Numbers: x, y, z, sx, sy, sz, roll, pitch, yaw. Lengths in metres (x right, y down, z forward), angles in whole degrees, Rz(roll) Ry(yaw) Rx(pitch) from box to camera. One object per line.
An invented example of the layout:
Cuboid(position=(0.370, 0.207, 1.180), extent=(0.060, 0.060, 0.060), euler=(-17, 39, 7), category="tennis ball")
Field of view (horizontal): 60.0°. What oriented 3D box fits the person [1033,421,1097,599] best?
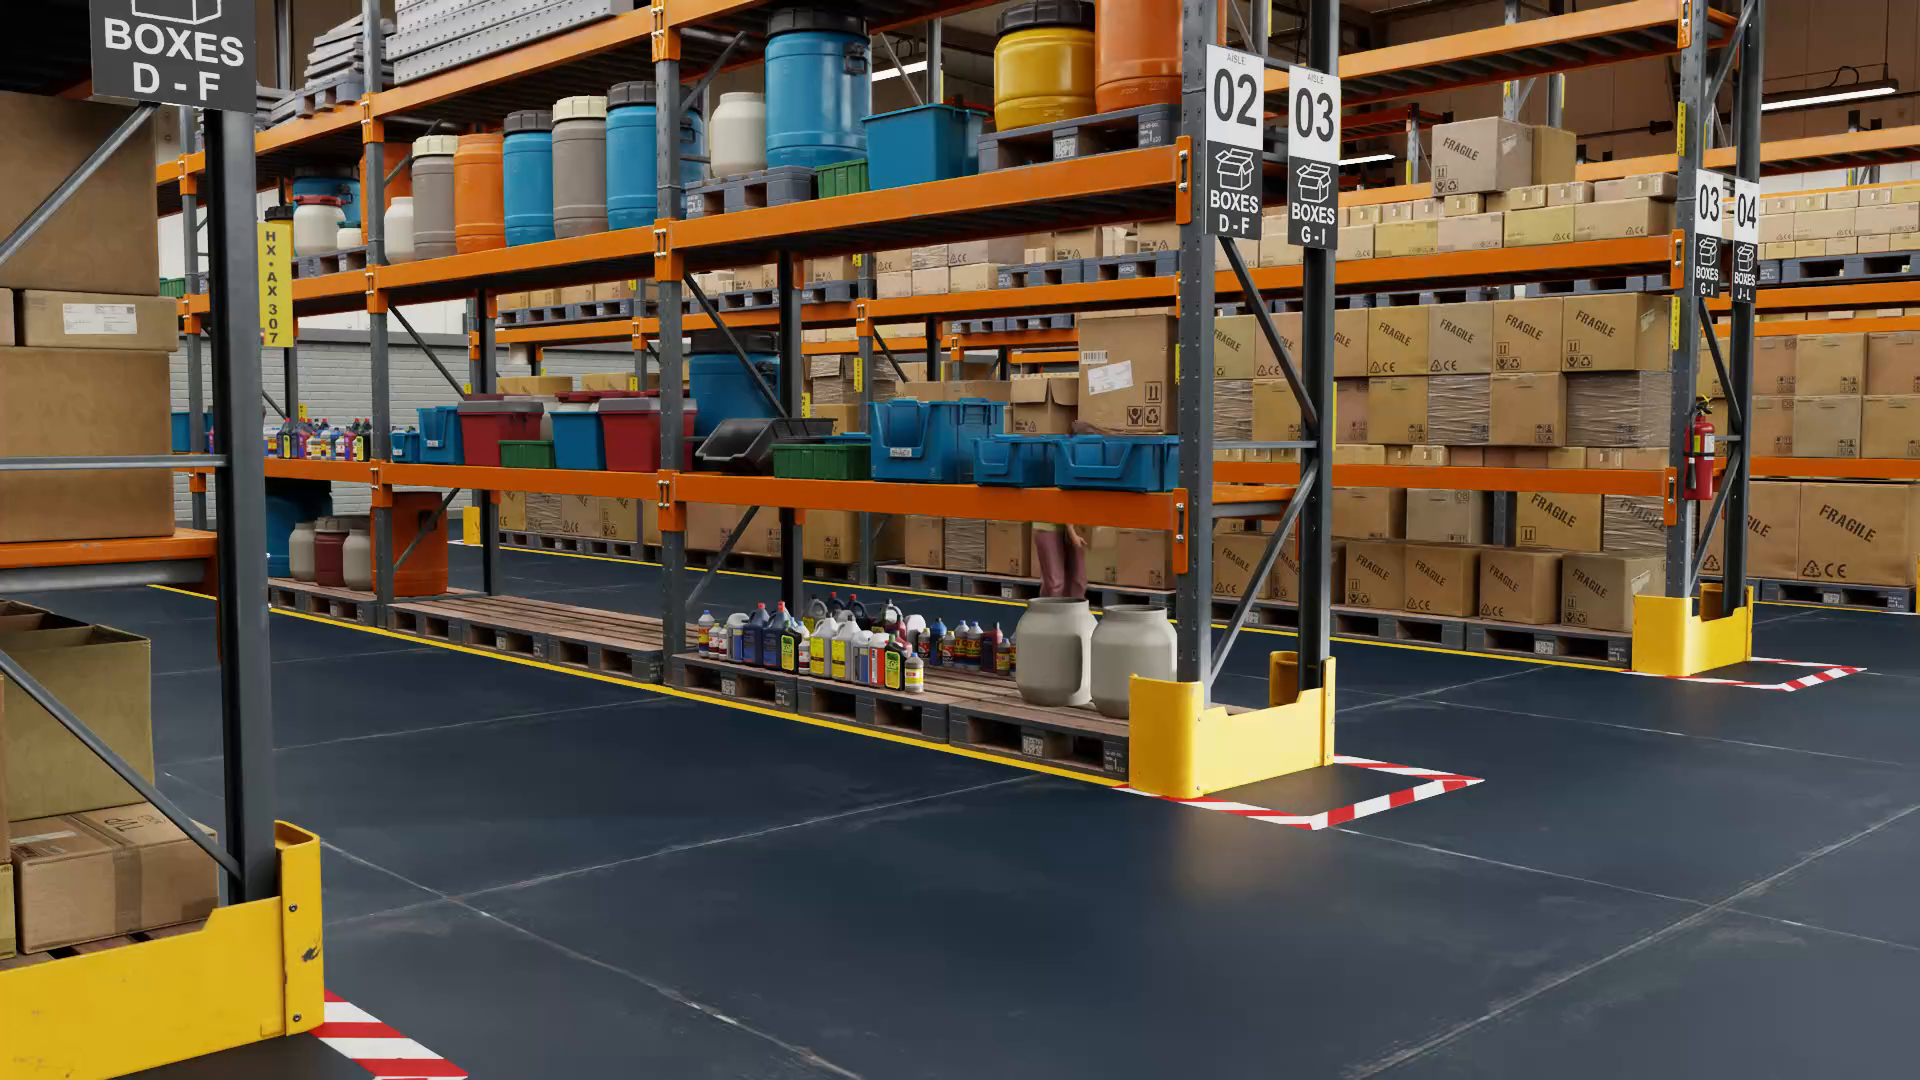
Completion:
Cuboid(position=(0.788, -0.029, 11.813), extent=(0.407, 1.625, 0.541), euler=(-4, 6, -45), category="person")
